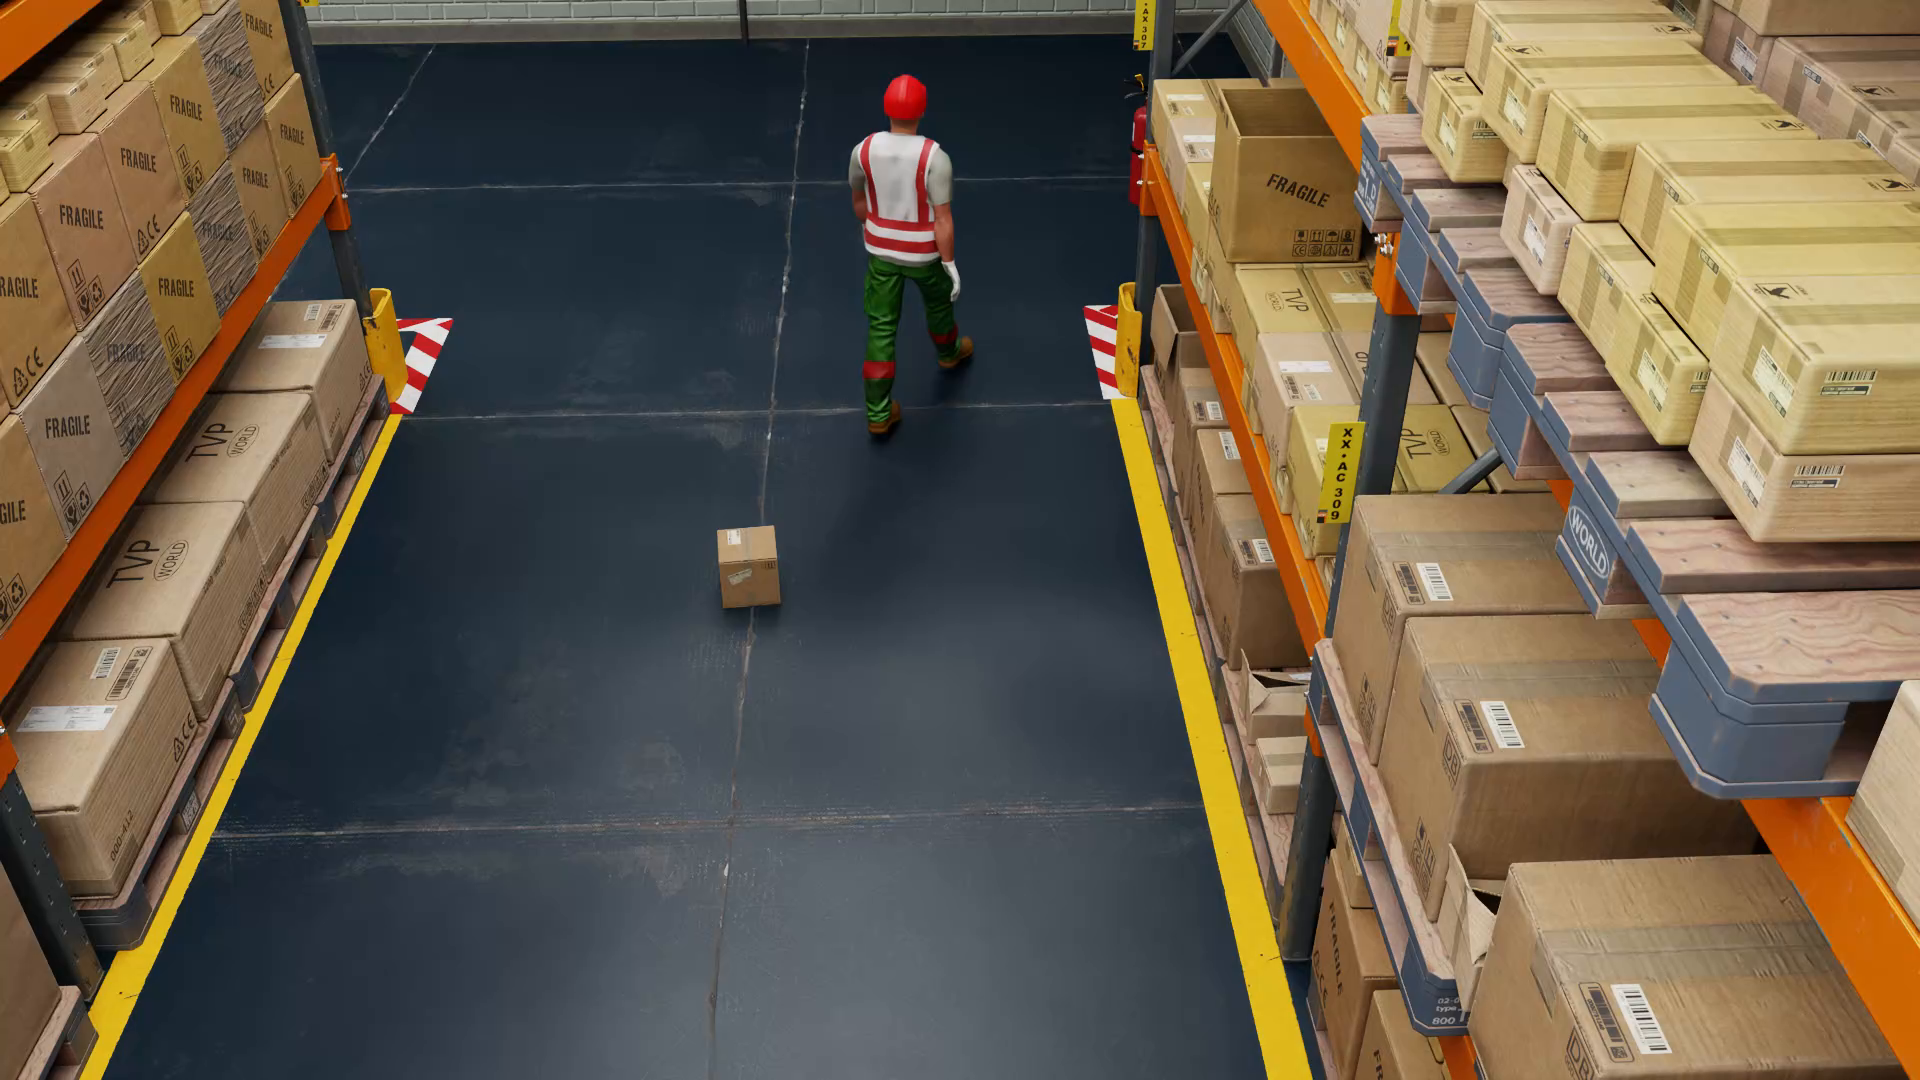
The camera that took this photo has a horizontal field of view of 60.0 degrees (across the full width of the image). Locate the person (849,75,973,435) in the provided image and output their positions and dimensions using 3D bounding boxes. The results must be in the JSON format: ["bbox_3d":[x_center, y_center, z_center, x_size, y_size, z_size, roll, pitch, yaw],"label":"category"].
[{"bbox_3d":[-0.232,-1.499,8.239,0.588,1.727,1.036,7,35,10],"label":"person"}]
